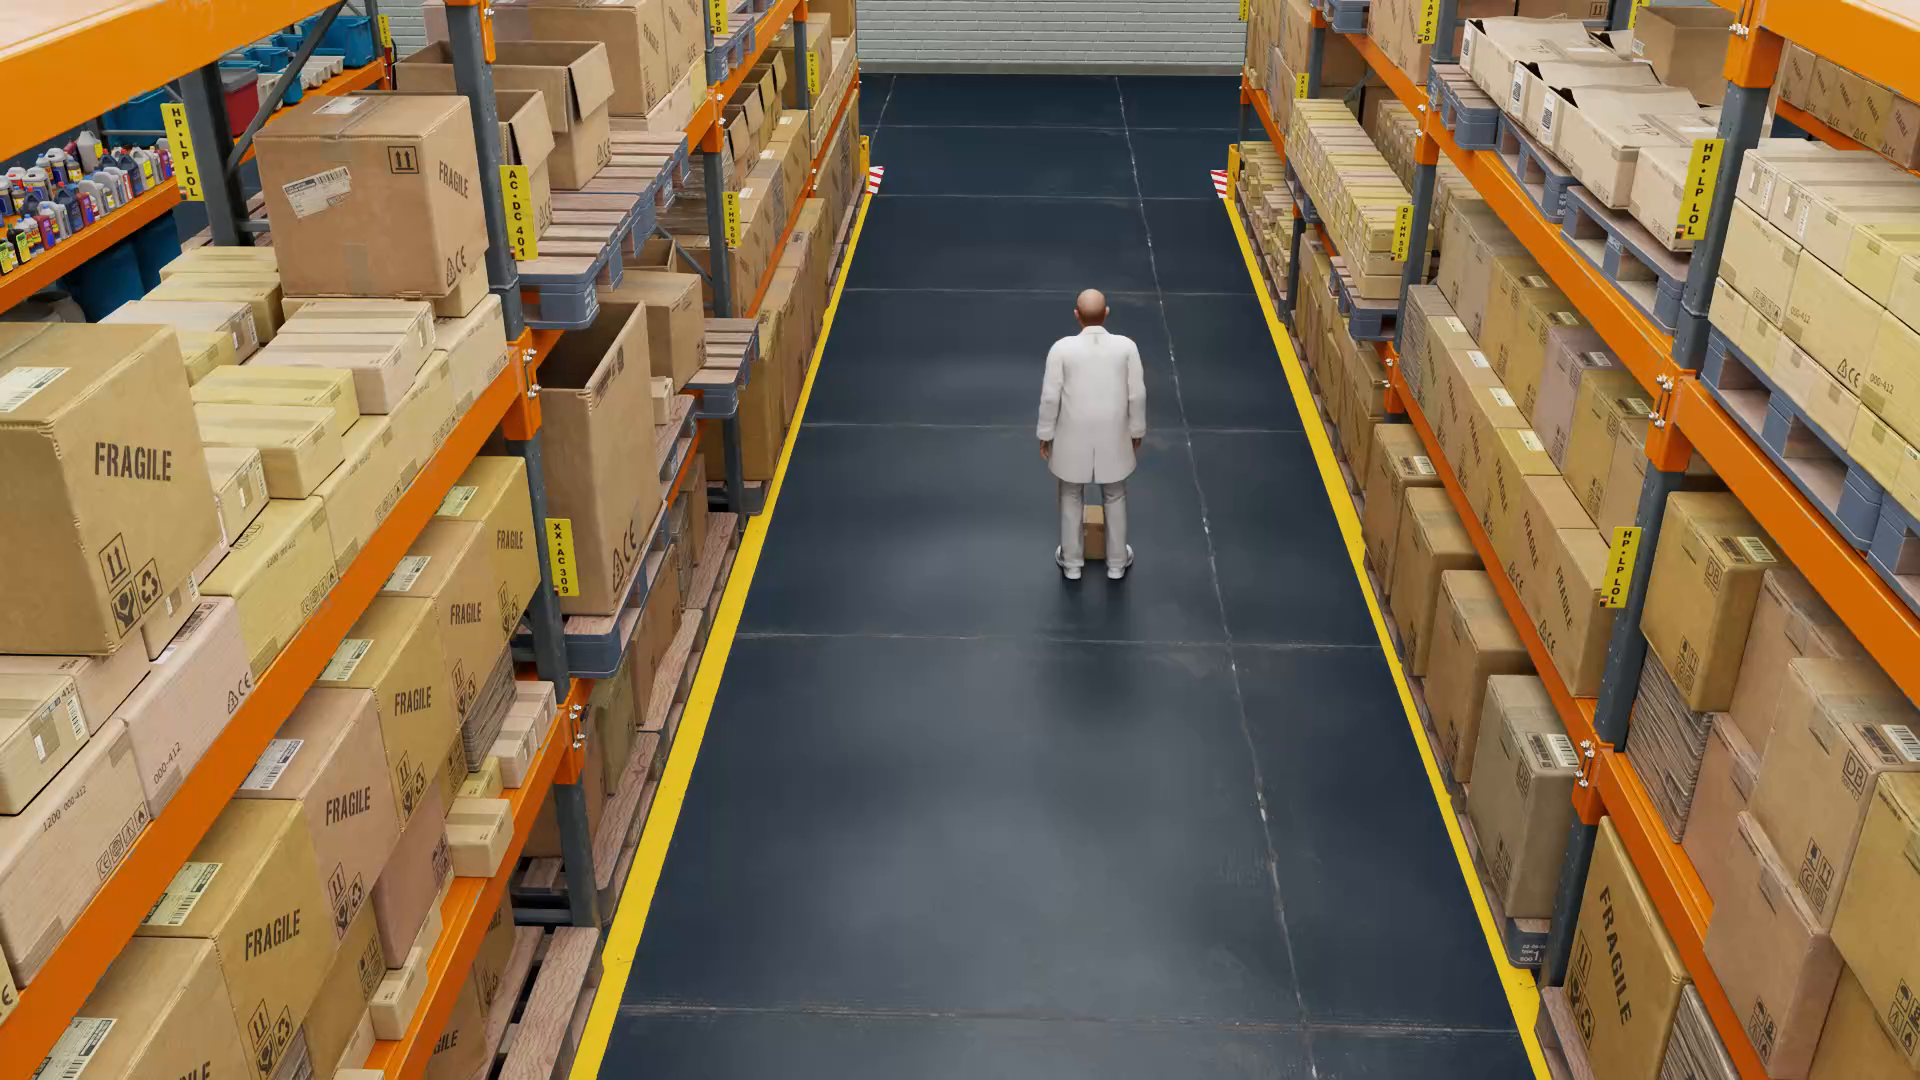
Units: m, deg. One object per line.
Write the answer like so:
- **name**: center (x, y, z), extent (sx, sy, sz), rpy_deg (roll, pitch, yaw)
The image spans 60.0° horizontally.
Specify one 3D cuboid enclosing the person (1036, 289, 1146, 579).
- **person**: center (0.771, -0.612, 9.808), extent (0.652, 1.773, 0.427), rpy_deg (-1, 28, -1)
